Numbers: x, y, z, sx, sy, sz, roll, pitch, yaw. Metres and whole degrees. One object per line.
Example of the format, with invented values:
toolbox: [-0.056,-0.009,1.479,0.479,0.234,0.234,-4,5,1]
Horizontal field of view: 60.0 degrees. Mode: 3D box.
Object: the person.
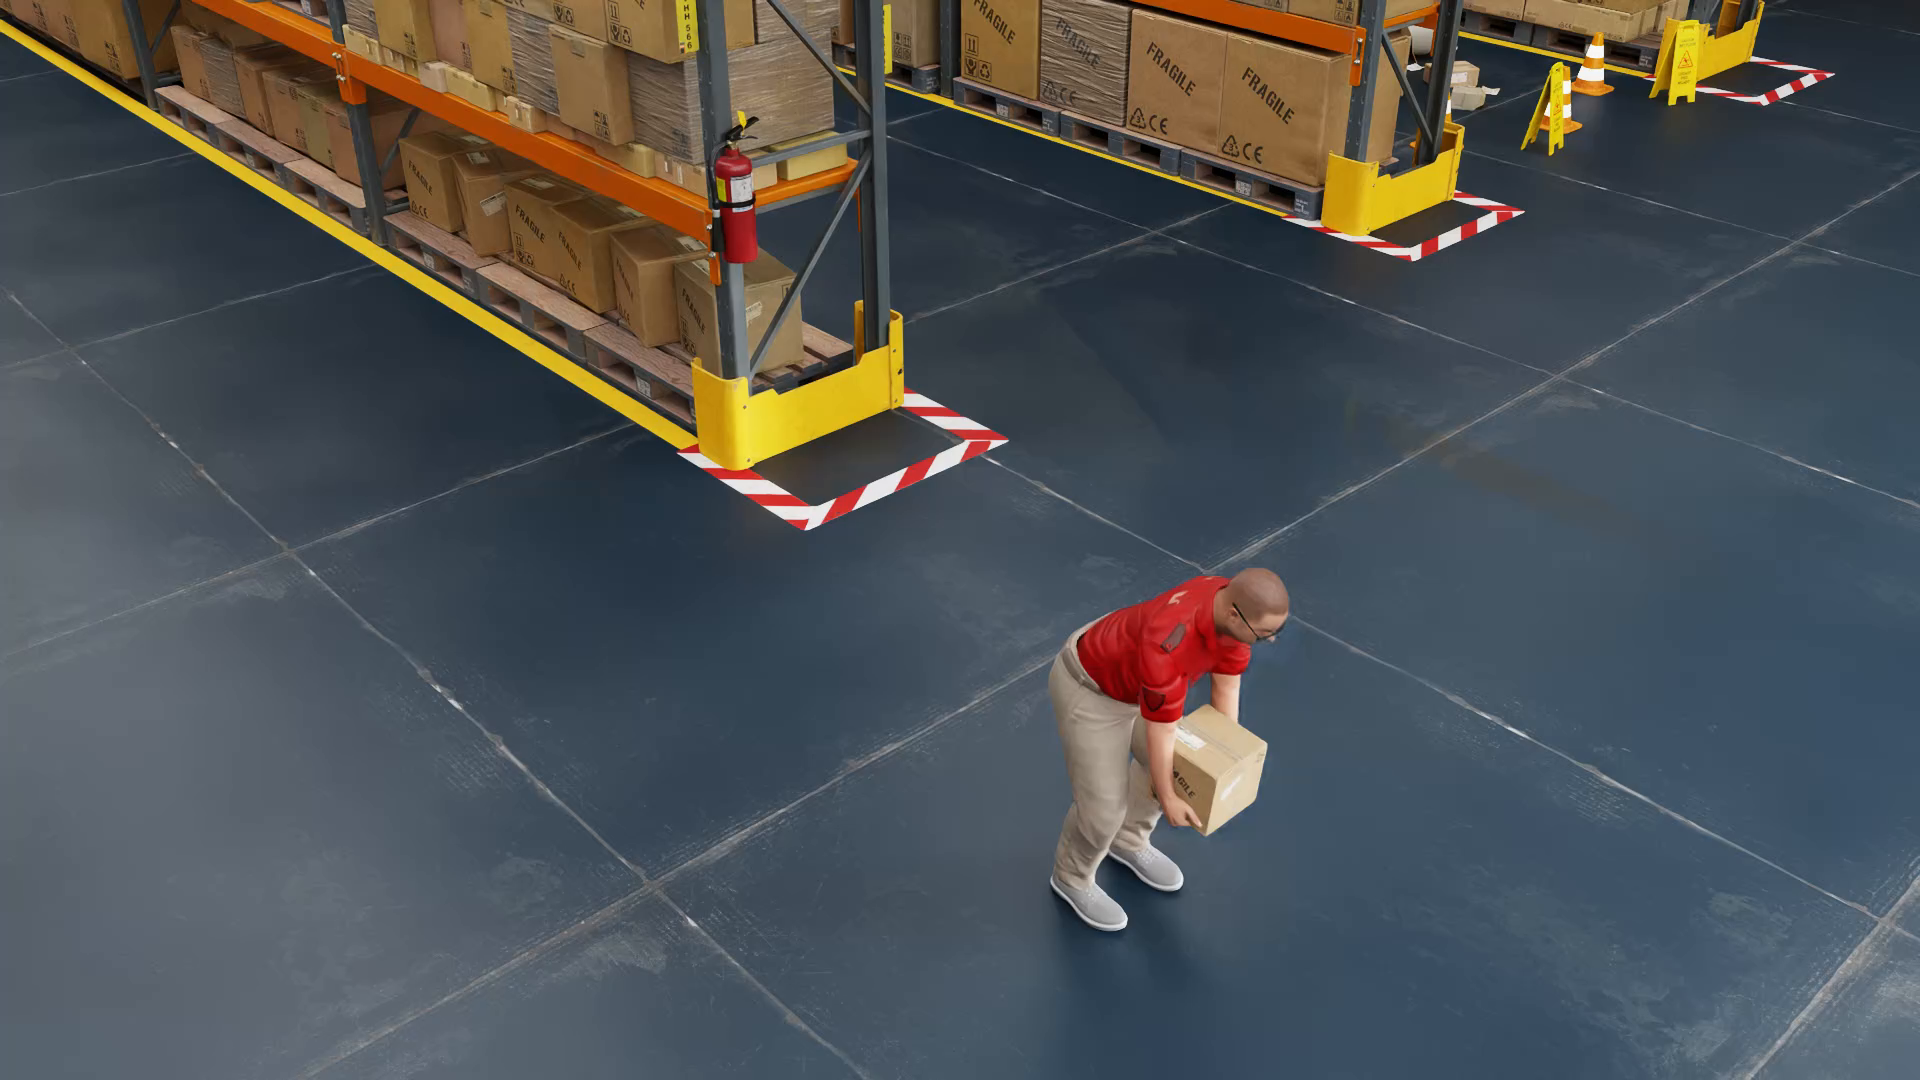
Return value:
person: [0.652,0.629,5.350,0.489,1.502,0.778,-27,41,-36]
